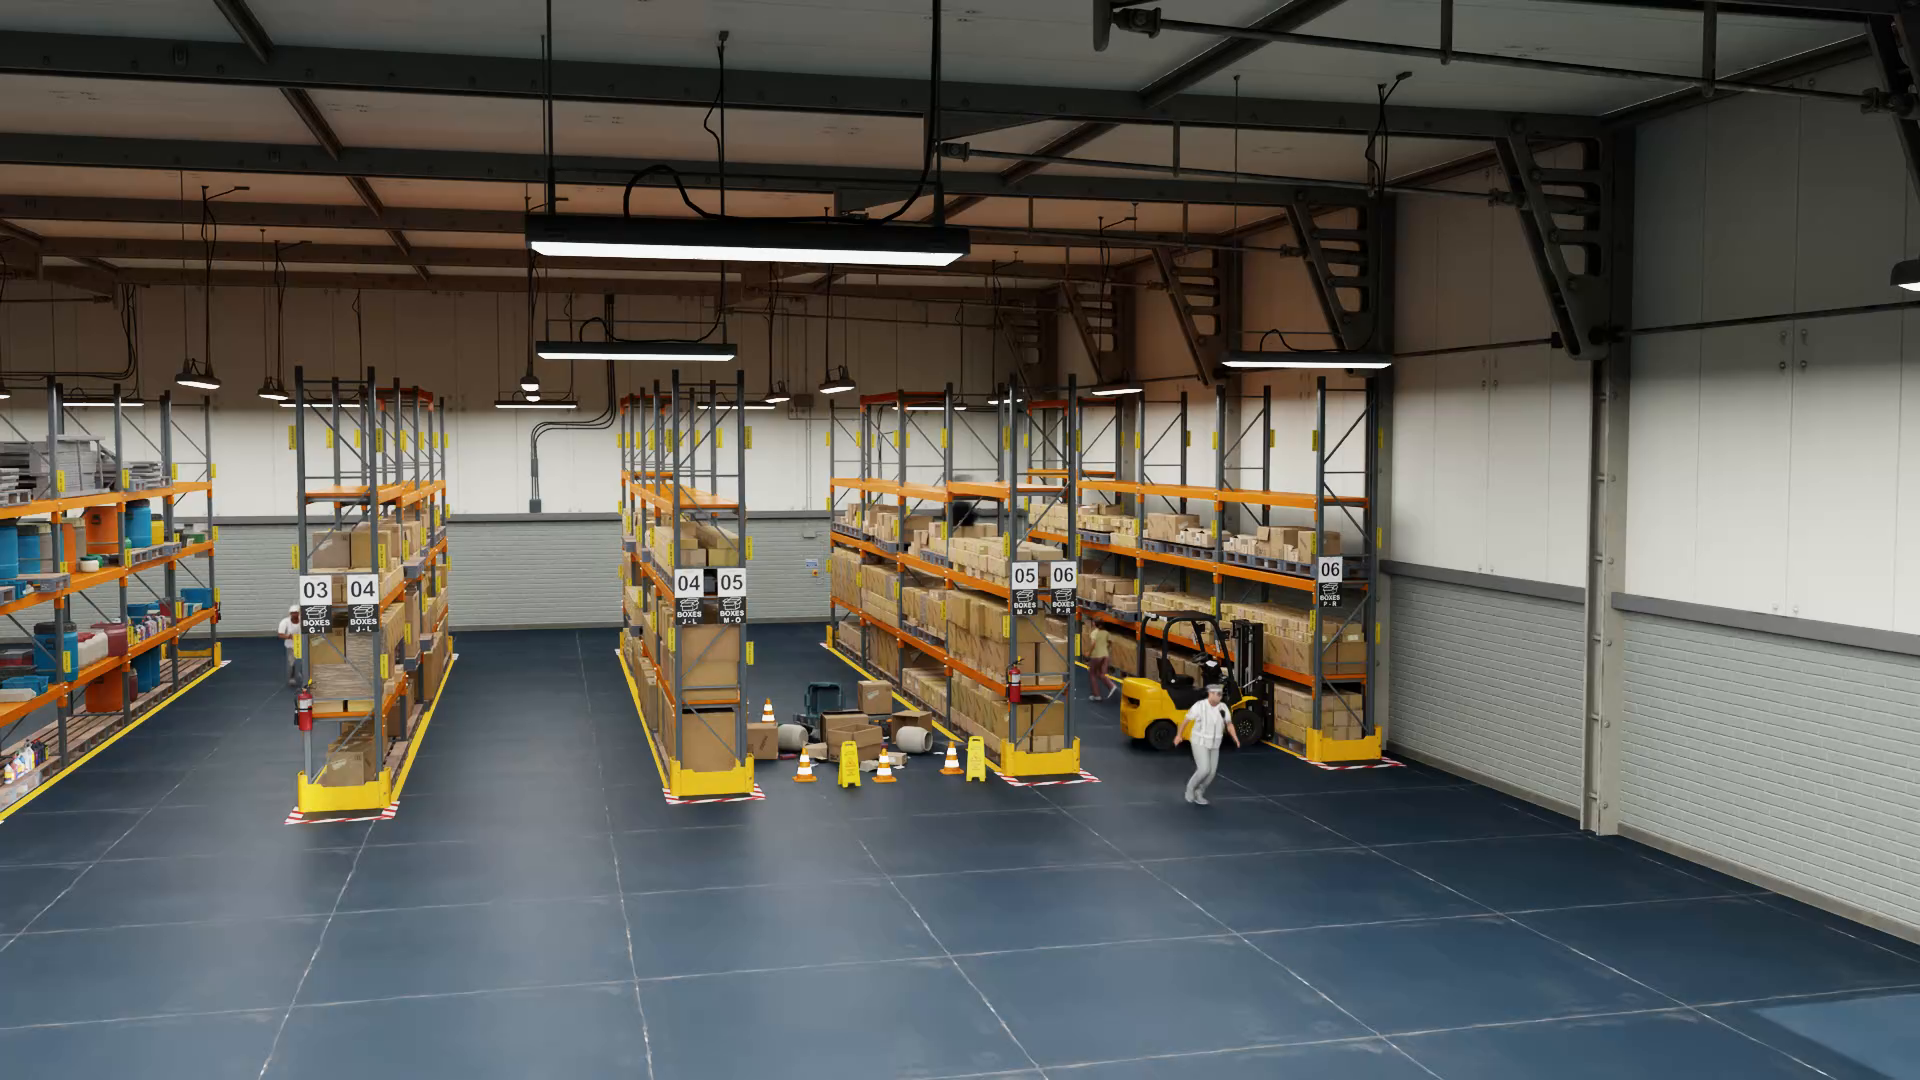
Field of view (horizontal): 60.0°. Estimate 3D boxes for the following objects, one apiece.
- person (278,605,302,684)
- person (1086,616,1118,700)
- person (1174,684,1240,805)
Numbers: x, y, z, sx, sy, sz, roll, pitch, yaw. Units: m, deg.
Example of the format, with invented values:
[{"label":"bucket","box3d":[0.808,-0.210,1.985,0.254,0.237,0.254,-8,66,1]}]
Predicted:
[{"label":"person","box3d":[-13.445,2.146,33.700,0.726,1.689,0.962,-2,4,-31]},{"label":"person","box3d":[2.750,2.293,31.946,0.578,1.622,0.769,-2,4,-32]},{"label":"person","box3d":[3.403,2.791,22.669,0.669,1.699,0.812,-2,4,-25]}]
